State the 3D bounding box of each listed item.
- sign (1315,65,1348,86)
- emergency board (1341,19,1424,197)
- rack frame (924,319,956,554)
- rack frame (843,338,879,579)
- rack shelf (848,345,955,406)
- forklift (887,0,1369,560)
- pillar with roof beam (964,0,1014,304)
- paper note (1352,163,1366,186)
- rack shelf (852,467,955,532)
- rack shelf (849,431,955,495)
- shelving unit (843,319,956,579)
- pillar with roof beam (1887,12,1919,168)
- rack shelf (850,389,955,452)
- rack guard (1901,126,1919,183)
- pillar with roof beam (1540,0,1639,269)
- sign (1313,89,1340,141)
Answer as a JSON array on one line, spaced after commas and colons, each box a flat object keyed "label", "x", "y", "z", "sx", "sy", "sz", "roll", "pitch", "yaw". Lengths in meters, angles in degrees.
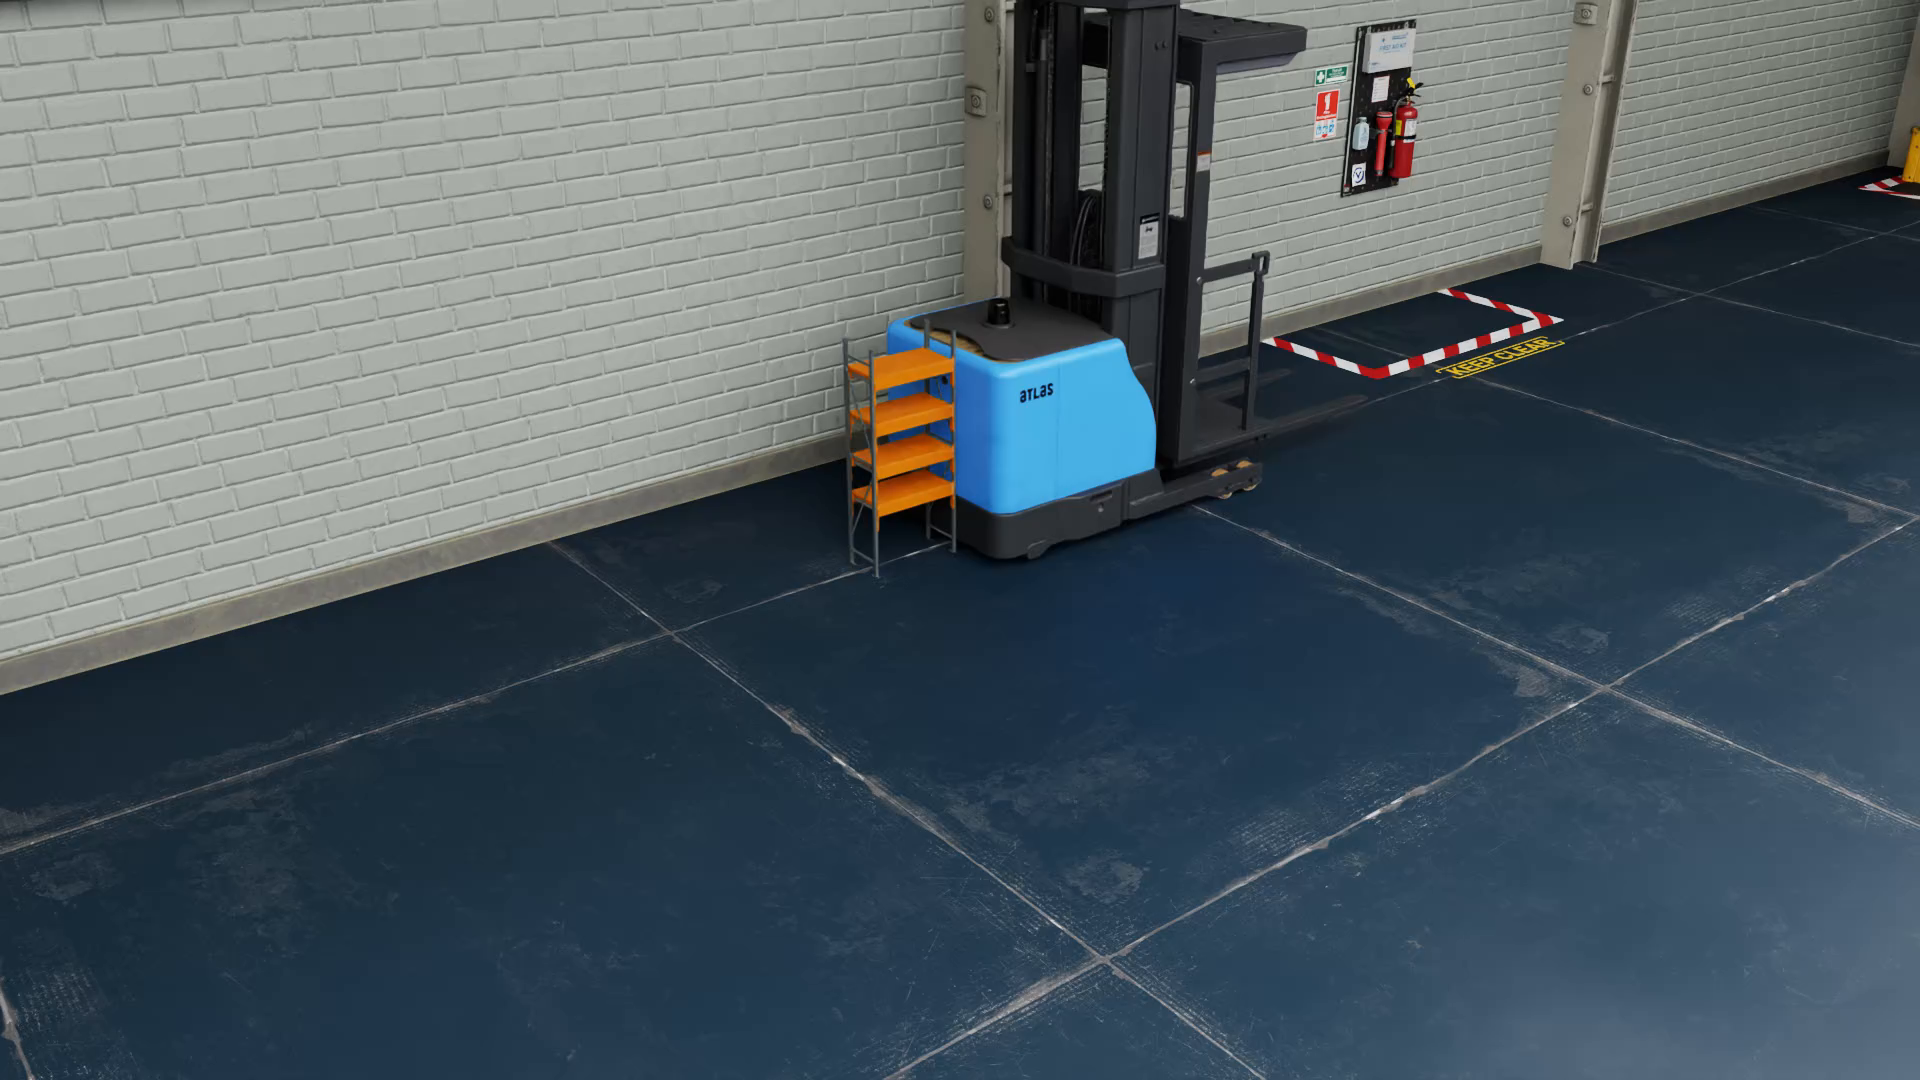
[{"label": "sign", "x": 2.535, "y": -3.170, "z": 11.345, "sx": 0.331, "sy": 0.109, "sz": 0.001, "roll": -18, "pitch": 31, "yaw": -34}, {"label": "emergency board", "x": 3.025, "y": -3.024, "z": 11.703, "sx": 0.643, "sy": 1.169, "sz": 0.194, "roll": -18, "pitch": 31, "yaw": -34}, {"label": "rack frame", "x": -0.099, "y": -0.514, "z": 8.432, "sx": 0.015, "sy": 1.200, "sz": 0.240, "roll": -18, "pitch": 30, "yaw": -34}, {"label": "rack frame", "x": -0.486, "y": -0.388, "z": 8.162, "sx": 0.015, "sy": 1.200, "sz": 0.240, "roll": -18, "pitch": 30, "yaw": -34}, {"label": "rack shelf", "x": -0.293, "y": -0.808, "z": 8.131, "sx": 0.480, "sy": 0.148, "sz": 0.258, "roll": -18, "pitch": 30, "yaw": -34}, {"label": "forklift", "x": 1.080, "y": -1.714, "z": 8.962, "sx": 3.031, "sy": 2.935, "sz": 1.130, "roll": -18, "pitch": 30, "yaw": -34}, {"label": "pillar with roof beam", "x": 2.928, "y": -3.390, "z": 5.365, "sx": 0.400, "sy": 9.000, "sz": 9.100, "roll": -18, "pitch": 31, "yaw": -34}, {"label": "paper note", "x": 2.843, "y": -2.602, "z": 11.839, "sx": 0.142, "sy": 0.148, "sz": 0.016, "roll": -18, "pitch": 31, "yaw": -34}, {"label": "rack shelf", "x": -0.293, "y": -0.210, "z": 8.409, "sx": 0.480, "sy": 0.148, "sz": 0.258, "roll": -18, "pitch": 30, "yaw": -34}, {"label": "rack shelf", "x": -0.293, "y": -0.390, "z": 8.325, "sx": 0.480, "sy": 0.148, "sz": 0.258, "roll": -18, "pitch": 30, "yaw": -34}, {"label": "shelving unit", "x": -0.293, "y": -0.451, "z": 8.297, "sx": 0.503, "sy": 1.200, "sz": 0.258, "roll": -18, "pitch": 30, "yaw": -34}, {"label": "pillar with roof beam", "x": 12.371, "y": -6.507, "z": 12.082, "sx": 0.400, "sy": 9.000, "sz": 9.100, "roll": -18, "pitch": 31, "yaw": -34}, {"label": "rack shelf", "x": -0.293, "y": -0.593, "z": 8.231, "sx": 0.480, "sy": 0.148, "sz": 0.258, "roll": -18, "pitch": 30, "yaw": -34}, {"label": "rack guard", "x": 9.757, "y": -3.630, "z": 15.977, "sx": 0.348, "sy": 0.500, "sz": 1.175, "roll": -18, "pitch": 31, "yaw": -34}, {"label": "pillar with roof beam", "x": 7.649, "y": -4.949, "z": 8.724, "sx": 0.400, "sy": 9.000, "sz": 9.100, "roll": -18, "pitch": 31, "yaw": -34}, {"label": "sign", "x": 2.526, "y": -2.931, "z": 11.460, "sx": 0.234, "sy": 0.329, "sz": 0.001, "roll": -18, "pitch": 31, "yaw": -34}]
